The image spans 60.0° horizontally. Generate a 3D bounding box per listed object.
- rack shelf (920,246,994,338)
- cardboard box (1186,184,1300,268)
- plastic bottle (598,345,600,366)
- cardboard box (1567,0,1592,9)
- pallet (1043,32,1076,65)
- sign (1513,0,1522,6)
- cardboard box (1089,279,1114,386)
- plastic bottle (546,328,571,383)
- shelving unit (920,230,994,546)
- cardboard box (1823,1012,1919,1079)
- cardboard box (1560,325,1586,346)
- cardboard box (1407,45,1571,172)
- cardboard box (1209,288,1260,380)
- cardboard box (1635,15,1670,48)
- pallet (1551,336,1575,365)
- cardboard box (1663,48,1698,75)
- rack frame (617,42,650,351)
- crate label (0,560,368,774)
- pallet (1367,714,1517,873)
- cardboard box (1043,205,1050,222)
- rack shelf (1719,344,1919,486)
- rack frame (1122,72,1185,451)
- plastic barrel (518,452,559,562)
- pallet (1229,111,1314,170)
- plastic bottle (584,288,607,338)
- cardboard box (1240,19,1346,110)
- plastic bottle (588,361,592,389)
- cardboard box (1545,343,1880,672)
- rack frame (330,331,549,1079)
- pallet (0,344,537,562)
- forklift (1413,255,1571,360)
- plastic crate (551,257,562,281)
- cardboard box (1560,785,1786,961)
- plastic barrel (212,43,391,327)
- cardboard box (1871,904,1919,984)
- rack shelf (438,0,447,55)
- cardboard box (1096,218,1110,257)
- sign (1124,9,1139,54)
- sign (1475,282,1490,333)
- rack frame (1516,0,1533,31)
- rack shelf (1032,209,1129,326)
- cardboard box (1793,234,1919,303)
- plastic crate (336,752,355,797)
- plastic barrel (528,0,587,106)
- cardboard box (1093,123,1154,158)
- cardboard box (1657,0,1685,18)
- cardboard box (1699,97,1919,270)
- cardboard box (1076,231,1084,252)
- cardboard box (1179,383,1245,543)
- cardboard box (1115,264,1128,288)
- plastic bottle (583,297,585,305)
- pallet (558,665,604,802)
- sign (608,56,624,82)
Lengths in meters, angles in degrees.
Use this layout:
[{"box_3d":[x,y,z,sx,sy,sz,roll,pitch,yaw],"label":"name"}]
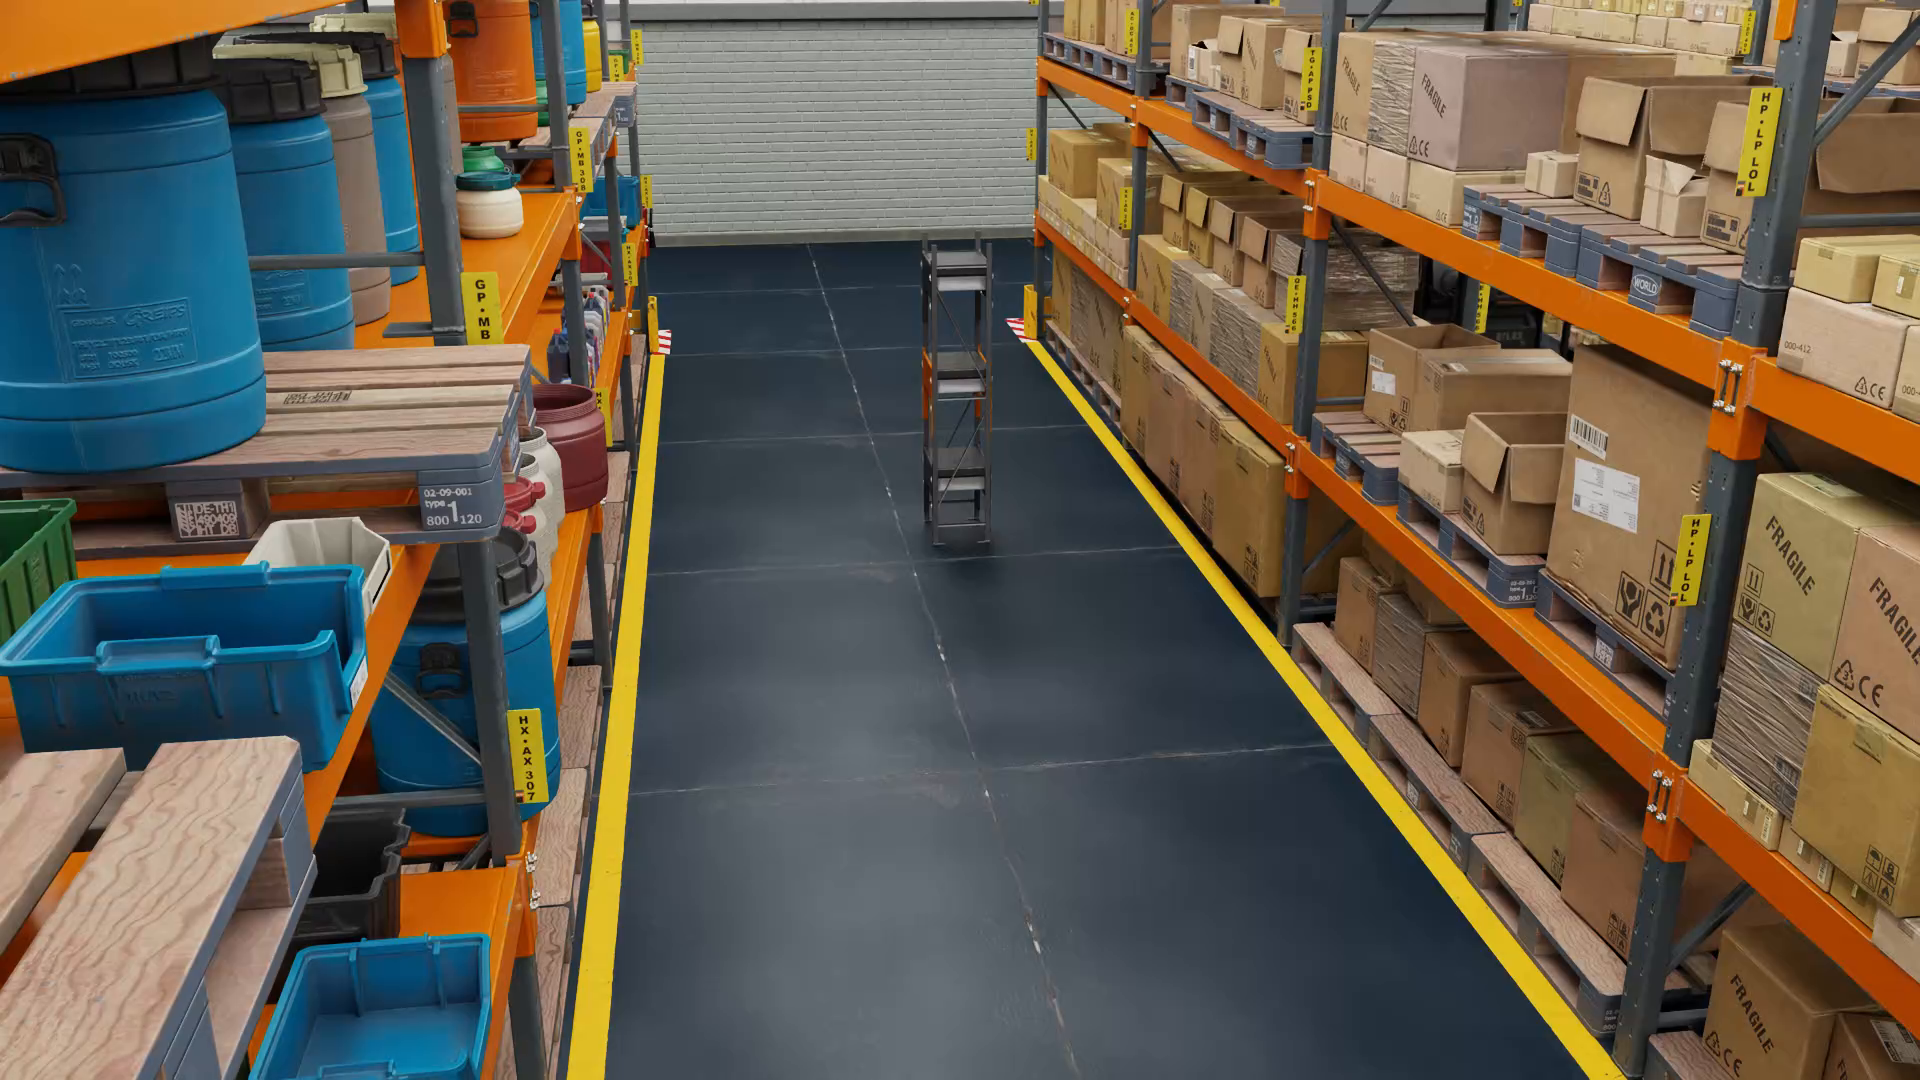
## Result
[{"box_3d":[-0.024,-1.684,11.262,0.431,0.518,0.480,-3,21,-8],"label":"rack shelf"},{"box_3d":[2.035,-2.245,11.862,0.797,0.503,0.637,-3,21,-7],"label":"cardboard box"},{"box_3d":[-2.455,-1.257,11.079,0.097,0.201,0.097,0,20,0],"label":"plastic bottle"},{"box_3d":[6.035,-5.148,15.856,0.380,0.149,0.250,-3,21,-7],"label":"cardboard box"},{"box_3d":[1.388,-4.679,15.796,1.003,0.211,1.213,-3,21,-8],"label":"pallet"},{"box_3d":[5.657,-5.574,16.817,0.100,0.325,0.005,-3,21,-8],"label":"sign"},{"box_3d":[1.702,-1.932,15.039,0.875,0.875,0.875,-3,21,-8],"label":"cardboard box"},{"box_3d":[-2.570,-1.176,10.649,0.144,0.351,0.185,-3,21,-8],"label":"plastic bottle"},{"box_3d":[-0.024,-1.041,11.502,0.431,2.100,0.503,-3,21,-8],"label":"shelving unit"},{"box_3d":[3.109,1.896,5.326,0.500,0.500,0.500,4,21,9],"label":"cardboard box"},{"box_3d":[6.123,-2.010,16.286,0.380,0.149,0.250,-4,21,-10],"label":"cardboard box"},{"box_3d":[2.386,-1.963,7.540,0.500,0.500,0.500,-4,21,-9],"label":"cardboard box"},{"box_3d":[1.964,-1.360,10.926,0.500,0.500,0.500,-4,21,-10],"label":"cardboard box"},{"box_3d":[6.309,-4.479,14.634,0.500,0.250,0.500,-2,21,-6],"label":"cardboard box"},{"box_3d":[6.459,-1.750,16.099,1.003,0.211,1.213,-3,21,-8],"label":"pallet"},{"box_3d":[6.372,-4.067,14.244,0.500,0.250,0.500,-3,21,-8],"label":"cardboard box"},{"box_3d":[-3.630,-3.322,16.323,1.000,3.000,0.127,-3,21,-8],"label":"rack frame"},{"box_3d":[-1.267,0.218,2.772,0.502,0.251,0.408,-3,21,-8],"label":"crate label"},{"box_3d":[2.708,1.197,8.211,1.003,0.211,1.213,-3,21,-8],"label":"pallet"},{"box_3d":[1.034,-3.226,16.425,0.380,0.149,0.250,-3,21,-9],"label":"cardboard box"},{"box_3d":[3.289,0.207,3.615,1.077,0.370,4.000,-3,21,-8],"label":"rack shelf"},{"box_3d":[1.848,-2.187,13.284,1.000,3.000,0.127,-3,21,-8],"label":"rack frame"},{"box_3d":[-2.057,-0.113,7.572,0.421,0.512,0.421,0,20,0],"label":"plastic barrel"},{"box_3d":[2.279,-2.339,9.674,1.213,0.211,1.003,-2,21,-5],"label":"pallet"},{"box_3d":[-2.597,-1.612,11.816,0.144,0.351,0.185,-3,21,-8],"label":"plastic bottle"},{"box_3d":[2.053,-2.953,10.304,0.500,0.500,0.500,-2,21,-5],"label":"cardboard box"},{"box_3d":[-2.342,-1.019,10.342,0.097,0.271,0.097,0,20,0],"label":"plastic bottle"},{"box_3d":[3.025,-0.177,6.445,1.000,1.000,1.000,-3,21,-7],"label":"cardboard box"},{"box_3d":[-1.900,0.833,5.199,1.000,3.000,0.127,-3,21,-8],"label":"rack frame"},{"box_3d":[-1.700,-0.239,4.052,1.213,0.211,1.003,-3,21,-8],"label":"pallet"},{"box_3d":[4.278,-2.122,13.209,1.130,2.935,3.031,-3,21,-8],"label":"forklift"},{"box_3d":[-3.481,-2.210,13.654,0.437,0.125,0.590,-3,21,-8],"label":"plastic crate"},{"box_3d":[2.934,1.334,6.800,0.700,0.500,0.500,-5,21,-12],"label":"cardboard box"},{"box_3d":[-2.283,-1.199,5.635,0.600,0.901,0.600,0,20,0],"label":"plastic barrel"},{"box_3d":[2.861,1.137,4.743,0.380,0.149,0.250,-3,21,-8],"label":"cardboard box"},{"box_3d":[-2.189,-2.146,6.199,1.077,0.370,4.000,-3,21,-8],"label":"rack shelf"},{"box_3d":[1.447,-2.575,14.111,0.500,0.250,0.500,-2,21,-6],"label":"cardboard box"},{"box_3d":[1.299,-3.843,12.578,0.100,0.325,0.005,-3,21,-8],"label":"sign"},{"box_3d":[2.960,-1.338,9.469,0.100,0.325,0.005,-3,21,-8],"label":"sign"},{"box_3d":[6.194,-6.597,16.518,1.000,3.000,0.127,-3,21,-8],"label":"rack frame"},{"box_3d":[1.559,-2.542,15.264,1.077,0.370,4.000,-3,21,-8],"label":"rack shelf"},{"box_3d":[2.743,-0.811,4.957,0.380,0.149,0.250,-4,21,-9],"label":"cardboard box"},{"box_3d":[-2.273,0.651,5.595,0.402,0.464,0.583,-3,21,-8],"label":"plastic crate"},{"box_3d":[-2.656,-3.191,10.368,0.600,0.901,0.708,-3,21,-8],"label":"plastic barrel"},{"box_3d":[1.601,-3.837,16.419,0.500,0.500,0.500,-3,21,-7],"label":"cardboard box"},{"box_3d":[6.296,-4.613,14.423,0.380,0.149,0.250,-4,21,-10],"label":"cardboard box"},{"box_3d":[3.031,-1.235,5.701,0.797,0.503,0.637,-4,21,-10],"label":"cardboard box"},{"box_3d":[1.258,-2.691,14.994,0.380,0.149,0.250,-3,21,-7],"label":"cardboard box"},{"box_3d":[2.224,-0.552,11.344,1.225,0.875,0.875,-3,21,-8],"label":"cardboard box"},{"box_3d":[1.479,-2.158,13.566,0.380,0.149,0.250,-3,21,-7],"label":"cardboard box"},{"box_3d":[-2.798,-1.711,12.294,0.097,0.201,0.097,0,20,0],"label":"plastic bottle"},{"box_3d":[-2.404,1.024,8.672,1.003,0.211,1.213,-3,21,-8],"label":"pallet"},{"box_3d":[-2.509,-3.373,12.161,0.100,0.325,0.005,-3,21,-8],"label":"sign"}]
